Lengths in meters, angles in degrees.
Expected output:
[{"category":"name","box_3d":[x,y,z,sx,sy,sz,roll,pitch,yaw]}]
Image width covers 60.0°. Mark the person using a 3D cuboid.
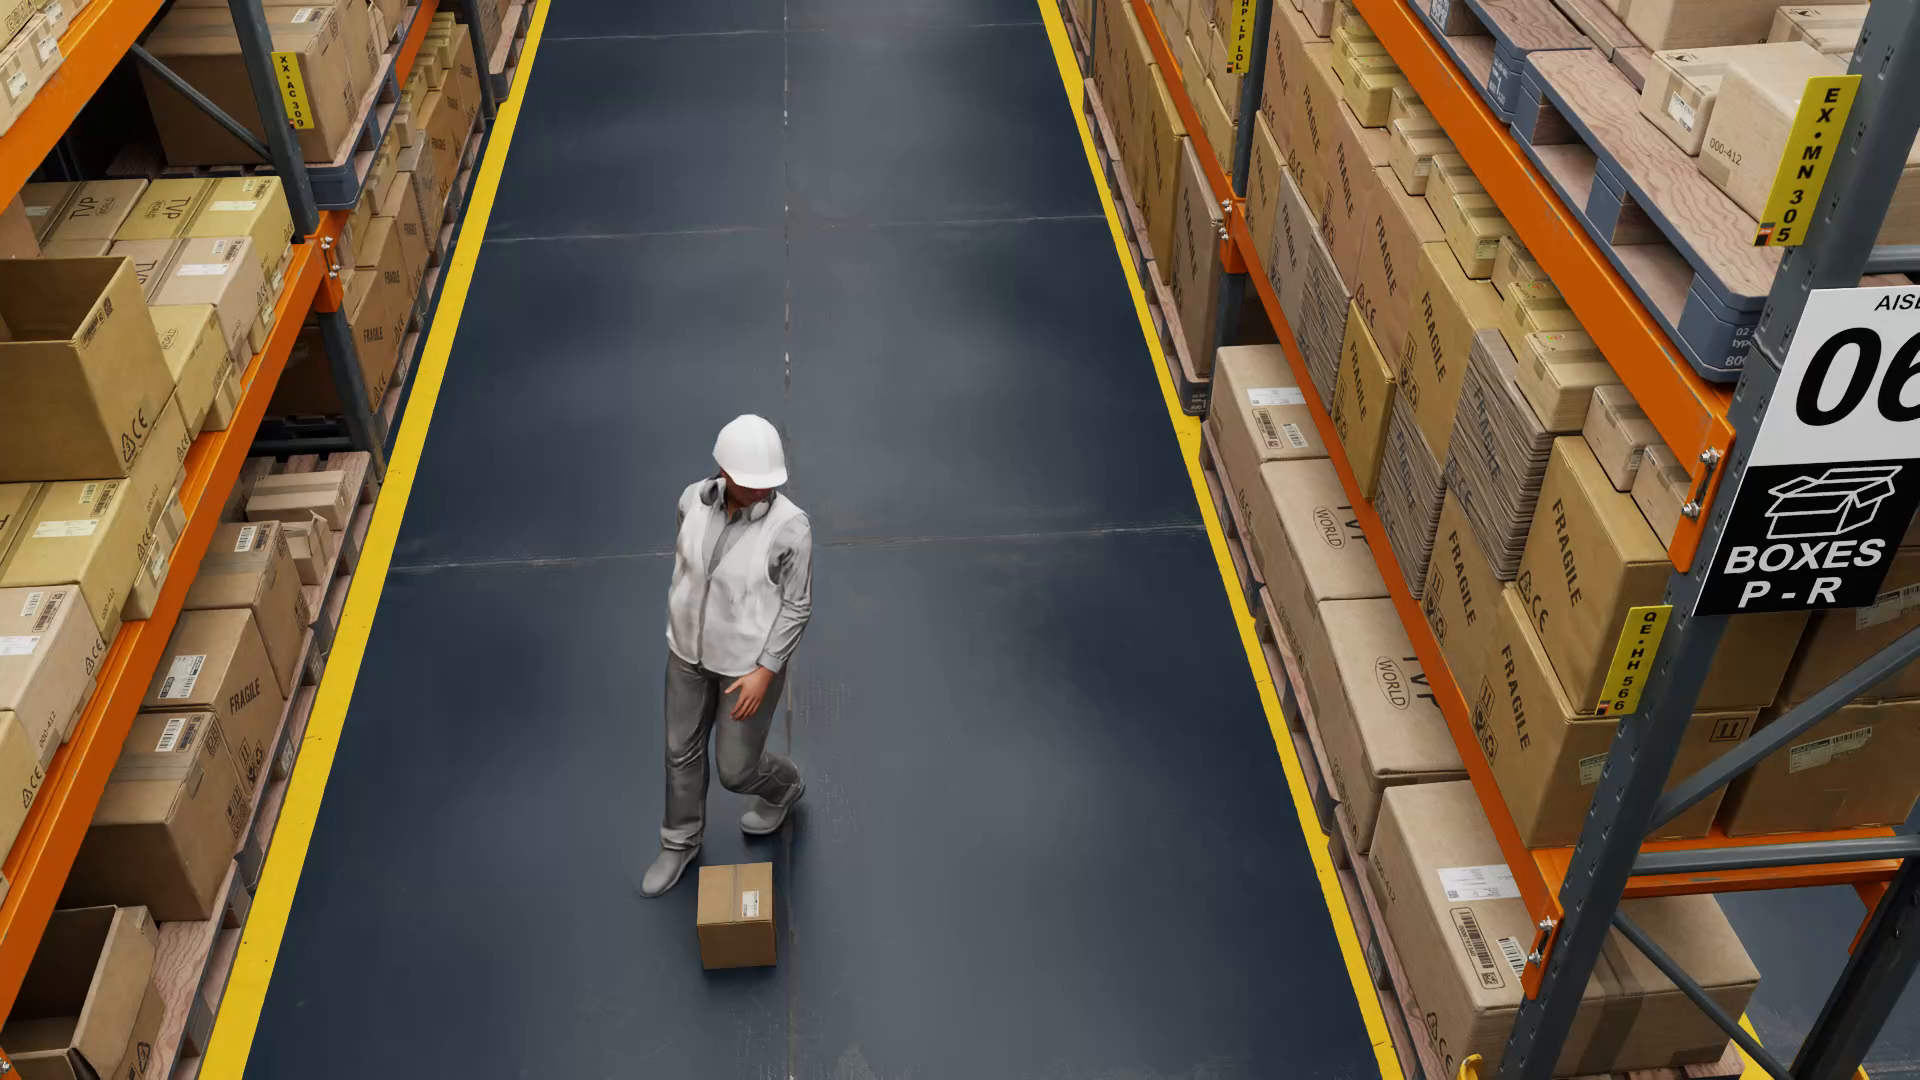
[{"category":"person","box_3d":[-0.829,0.442,5.638,0.568,1.729,0.779,17,42,20]}]
